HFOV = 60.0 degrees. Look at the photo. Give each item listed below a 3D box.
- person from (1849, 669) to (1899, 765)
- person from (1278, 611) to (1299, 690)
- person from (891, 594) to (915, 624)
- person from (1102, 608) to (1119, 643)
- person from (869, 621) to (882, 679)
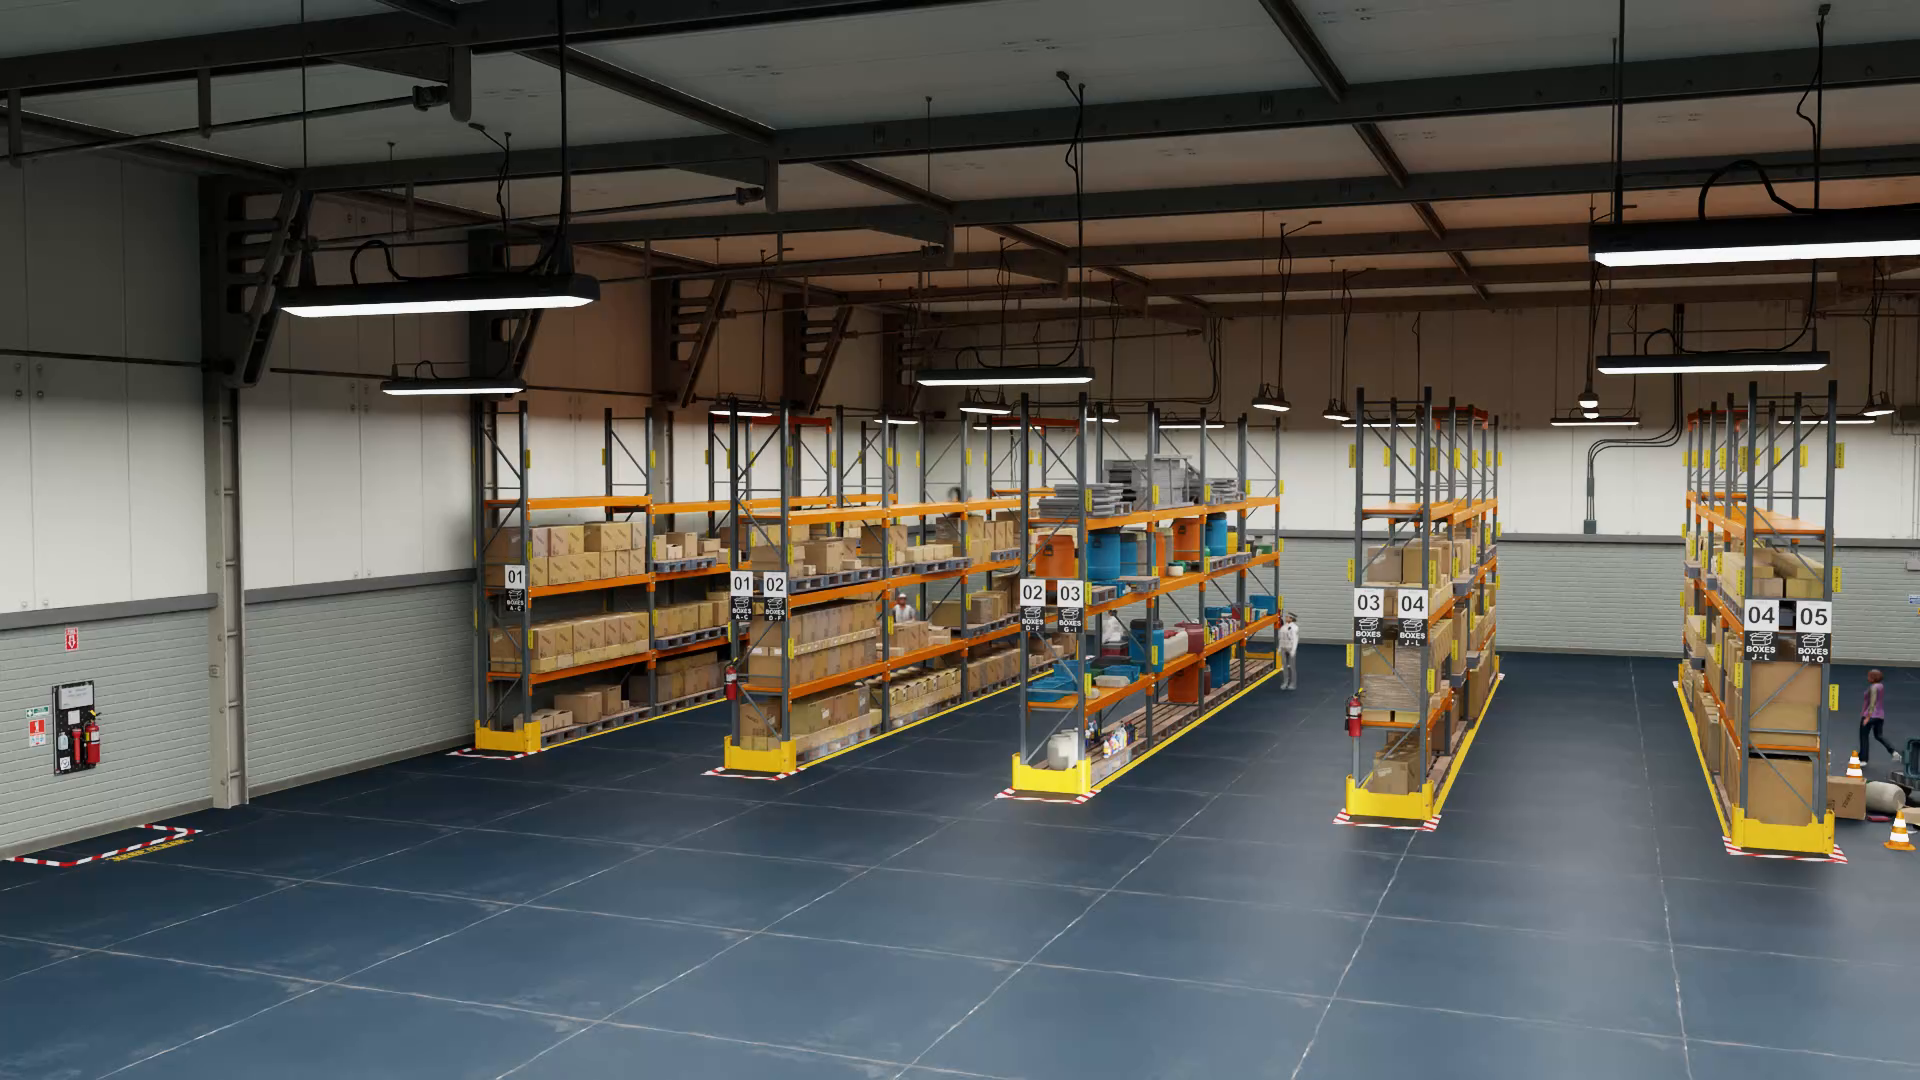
[{"bbox_3d":[14.875,2.892,27.009,0.427,1.592,0.729,-1,3,-24],"label":"person"},{"bbox_3d":[7.182,2.395,36.325,0.397,1.712,0.518,-2,4,-39],"label":"person"},{"bbox_3d":[-1.399,2.208,40.230,0.699,1.812,0.877,1,3,19],"label":"person"},{"bbox_3d":[3.414,2.327,37.645,0.381,1.693,0.501,2,3,30],"label":"person"},{"bbox_3d":[-1.717,2.485,35.229,0.531,1.616,0.595,-2,4,-42],"label":"person"}]
